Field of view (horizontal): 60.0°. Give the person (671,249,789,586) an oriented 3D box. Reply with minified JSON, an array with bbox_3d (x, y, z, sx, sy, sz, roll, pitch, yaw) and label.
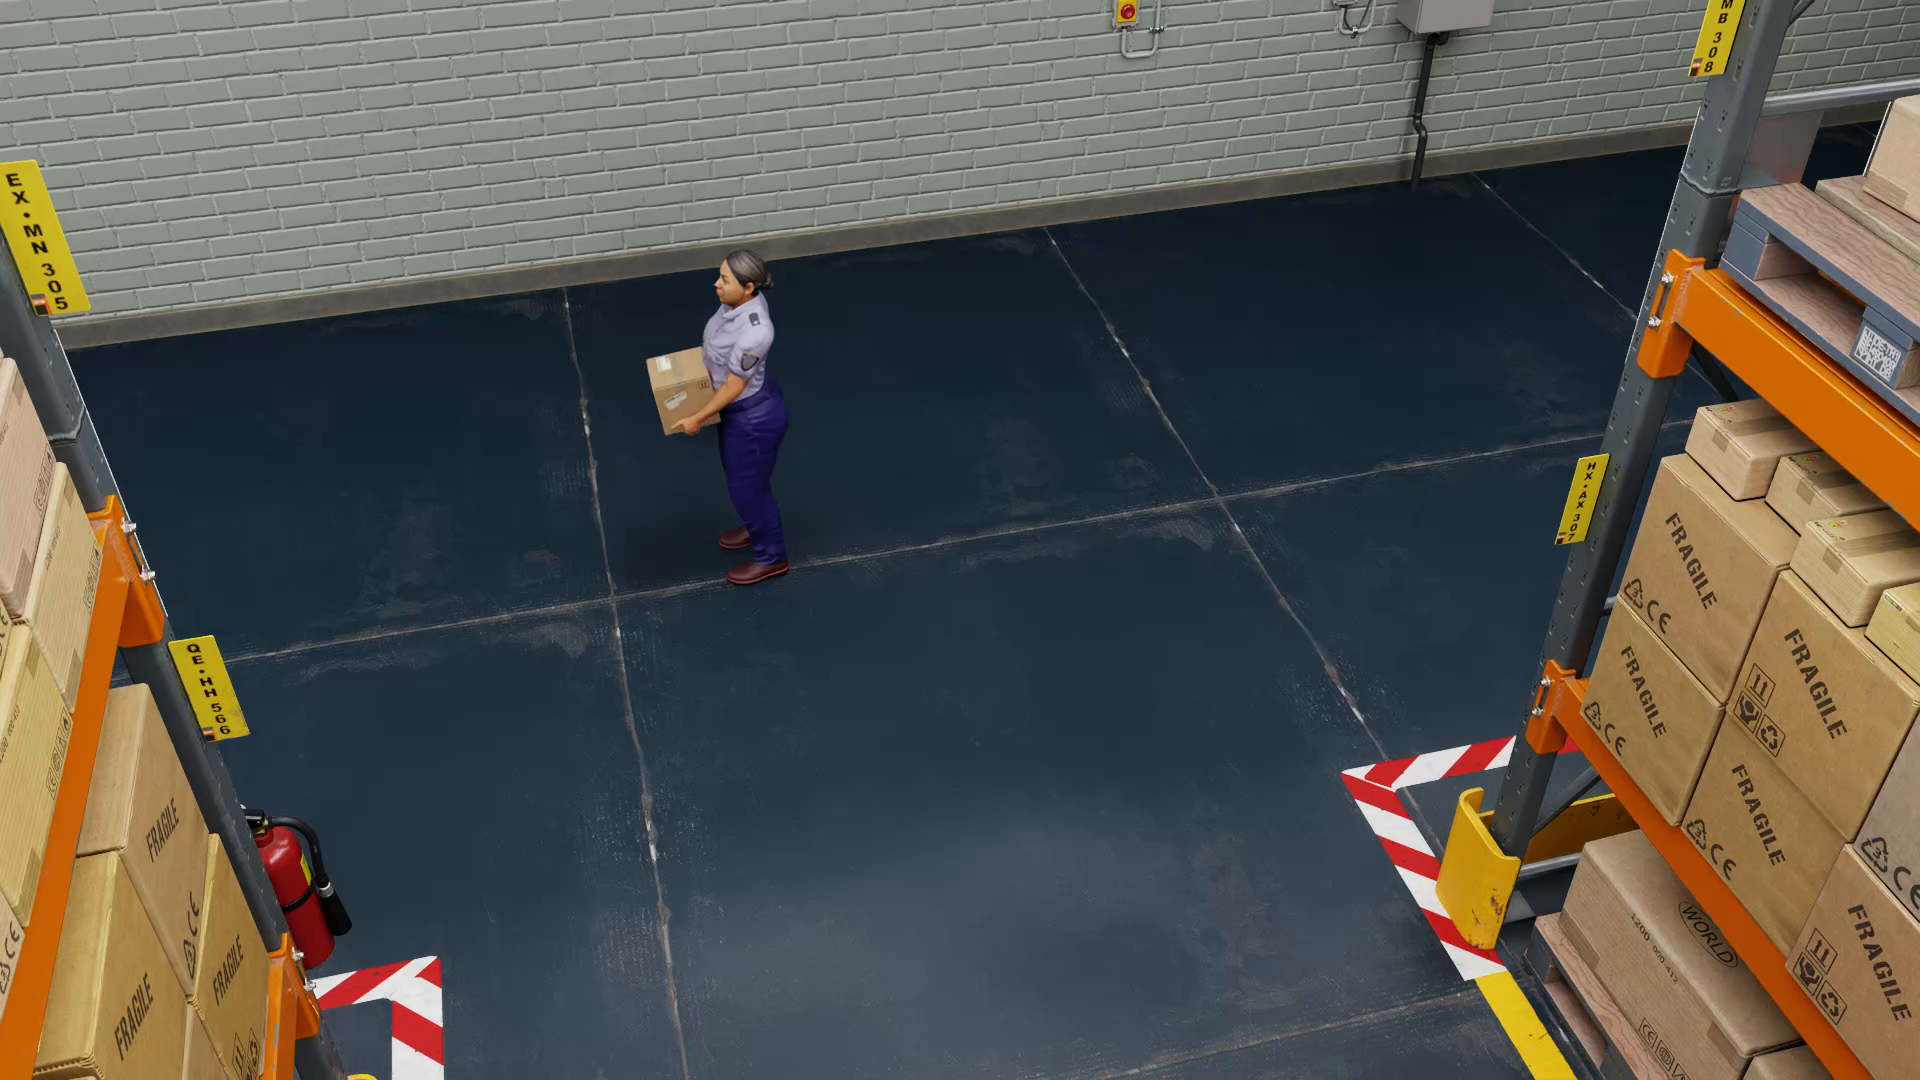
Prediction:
[{"bbox_3d":[-1.035,-0.542,7.428,0.522,1.630,0.449,-9,39,-11],"label":"person"}]
